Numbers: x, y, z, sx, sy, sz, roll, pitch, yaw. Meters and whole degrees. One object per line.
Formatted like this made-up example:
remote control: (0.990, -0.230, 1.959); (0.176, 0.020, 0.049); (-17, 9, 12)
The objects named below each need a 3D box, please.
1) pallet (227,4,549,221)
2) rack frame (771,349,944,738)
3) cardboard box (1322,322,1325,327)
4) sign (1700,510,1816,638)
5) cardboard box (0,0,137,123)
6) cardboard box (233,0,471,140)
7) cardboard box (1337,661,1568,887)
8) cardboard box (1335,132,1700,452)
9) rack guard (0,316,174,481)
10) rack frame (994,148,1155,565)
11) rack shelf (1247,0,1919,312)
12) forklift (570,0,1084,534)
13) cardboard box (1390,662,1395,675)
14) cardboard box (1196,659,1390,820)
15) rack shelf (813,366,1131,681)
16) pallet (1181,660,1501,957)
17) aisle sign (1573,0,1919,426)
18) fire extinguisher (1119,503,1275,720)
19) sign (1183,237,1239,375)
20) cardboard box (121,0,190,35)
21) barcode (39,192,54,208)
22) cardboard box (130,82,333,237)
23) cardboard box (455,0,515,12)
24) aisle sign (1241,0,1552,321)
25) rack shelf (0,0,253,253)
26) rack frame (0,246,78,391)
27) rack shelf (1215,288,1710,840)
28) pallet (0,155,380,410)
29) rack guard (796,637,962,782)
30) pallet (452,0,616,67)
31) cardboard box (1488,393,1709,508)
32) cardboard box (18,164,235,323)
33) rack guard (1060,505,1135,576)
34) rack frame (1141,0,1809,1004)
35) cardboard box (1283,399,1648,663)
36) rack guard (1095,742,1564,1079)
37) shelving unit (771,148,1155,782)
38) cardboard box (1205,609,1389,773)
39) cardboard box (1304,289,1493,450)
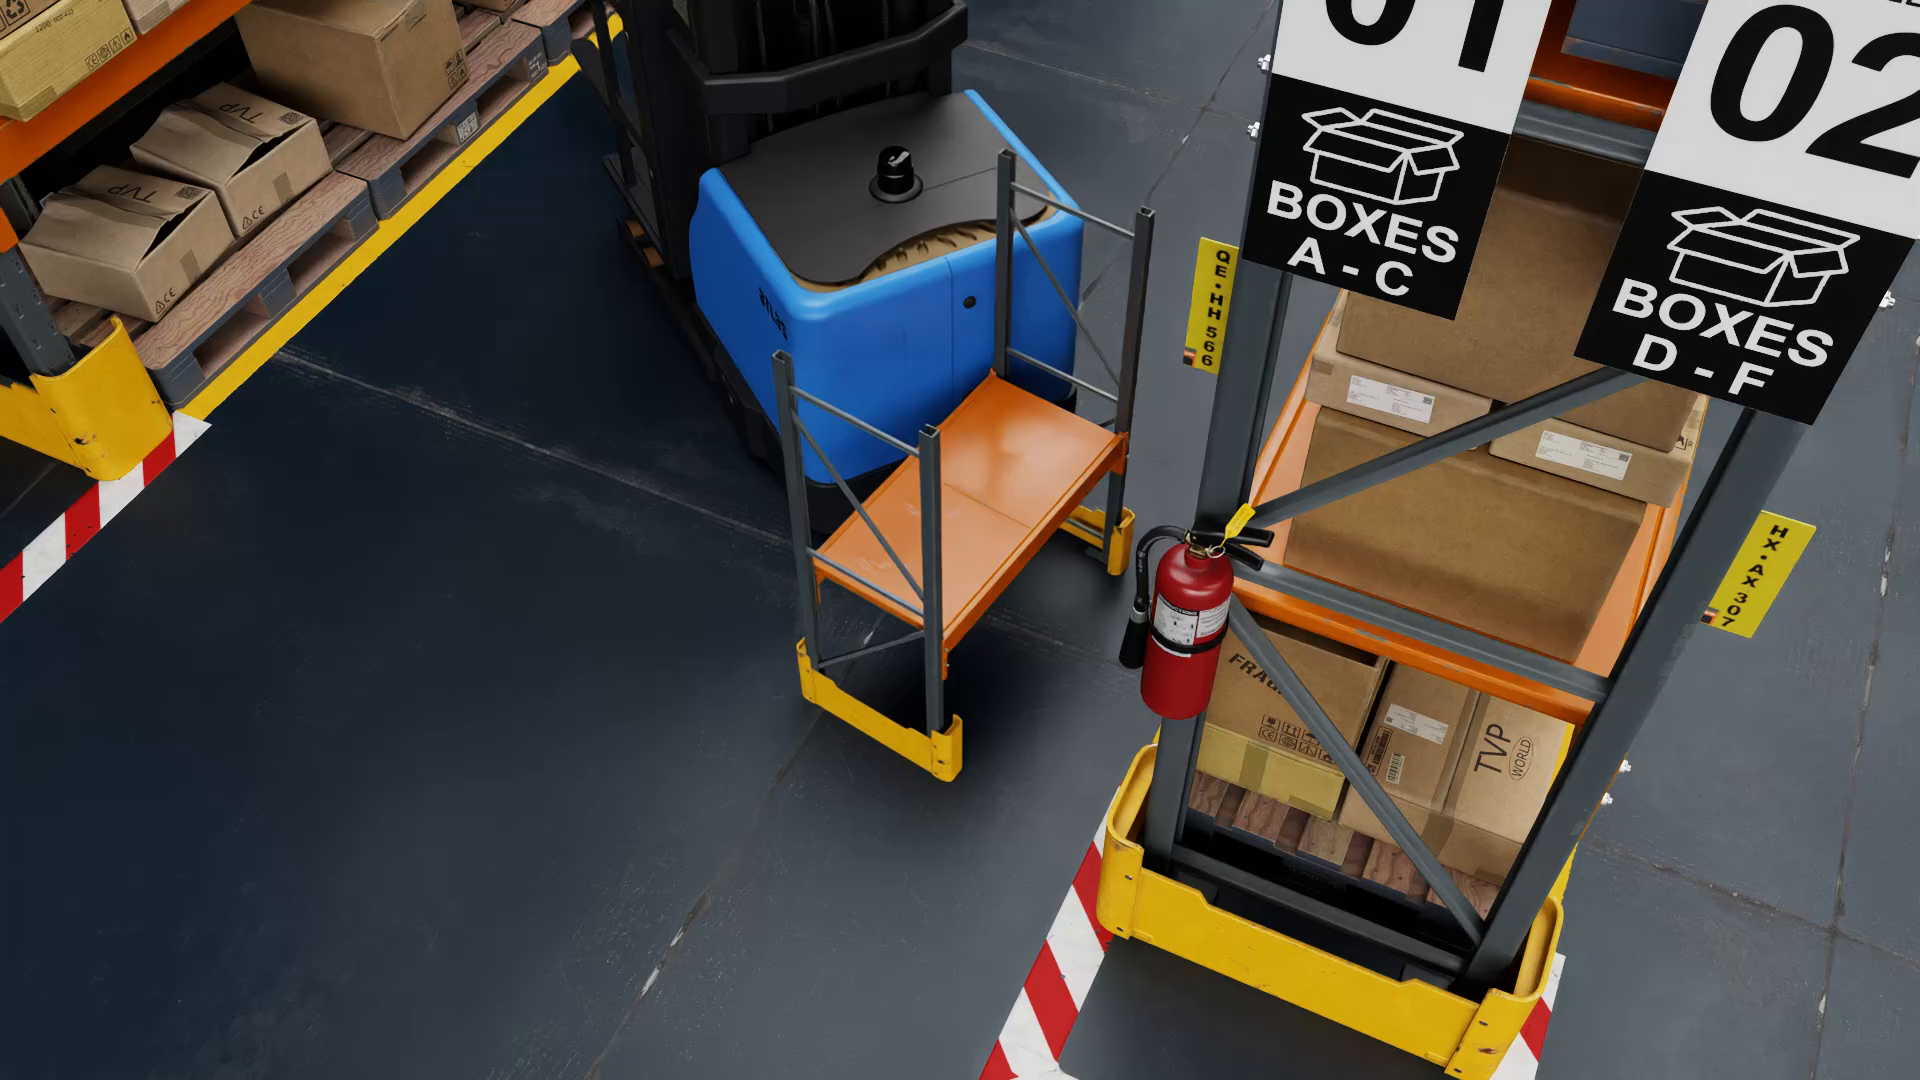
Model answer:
pallet: (-2.563, -1.954, 7.274); (1.003, 0.211, 1.213); (20, 52, 16)
rack frame: (-0.261, 0.123, 4.660); (0.500, 1.500, 0.032); (28, 55, 22)
cardboard box: (1.358, -0.459, 5.208); (0.500, 0.500, 0.500); (20, 52, 16)
sign: (1.483, 0.067, 3.103); (0.100, 0.325, 0.005); (20, 52, 16)
cardboard box: (-3.001, -1.611, 5.237); (0.500, 0.250, 0.500); (18, 52, 15)
cardboard box: (-2.518, -2.082, 6.904); (0.700, 0.500, 0.500); (17, 52, 14)
cardboard box: (1.414, 0.647, 4.760); (0.500, 0.250, 0.500); (20, 52, 16)
cardboard box: (1.217, -0.618, 3.389); (0.700, 0.500, 0.500); (20, 52, 16)
rack guard: (-3.464, -0.663, 5.986); (1.175, 0.500, 0.348); (20, 52, 16)
rack frame: (0.321, -0.512, 5.201); (0.500, 1.500, 0.032); (28, 55, 22)
rack shelf: (1.838, -1.927, 3.923); (1.077, 0.370, 4.000); (20, 52, 16)
forklift: (-0.719, -2.101, 5.613); (1.130, 2.935, 3.031); (-22, 53, -17)
cardboard box: (1.624, 0.301, 5.054); (0.500, 0.250, 0.500); (20, 52, 16)
cardboard box: (0.946, 0.478, 4.903); (0.500, 0.250, 0.500); (20, 52, 16)
rack shelf: (0.030, -0.078, 5.067); (0.538, 0.185, 1.000); (28, 55, 22)
pallet: (1.272, 0.552, 5.141); (1.003, 0.211, 1.213); (20, 52, 16)
aisle sign: (1.232, -0.509, 2.506); (0.394, 0.787, 0.004); (20, 52, 16)
fire extinguisher: (0.513, 0.144, 3.709); (0.296, 0.674, 0.183); (20, 52, 16)
sign: (0.499, -0.449, 3.247); (0.100, 0.325, 0.005); (20, 52, 16)
cardboard box: (-2.792, -1.973, 5.545); (0.500, 0.250, 0.500); (18, 52, 15)
barcode: (-3.474, -1.284, 6.344); (0.001, 0.075, 0.075); (20, 52, 16)
cardboard box: (-2.876, -1.531, 6.560); (0.500, 0.311, 0.500); (24, 54, 19)
cardboard box: (-2.195, -2.780, 7.498); (0.500, 0.500, 0.500); (16, 52, 13)
aisle sign: (0.690, -0.704, 2.673); (0.394, 0.787, 0.004); (20, 52, 16)
rack shelf: (-2.642, -2.565, 6.435); (1.077, 0.370, 4.000); (20, 52, 16)
rack frame: (-3.497, -1.420, 4.989); (1.000, 3.000, 0.127); (20, 52, 16)
rack shelf: (1.838, -0.955, 5.066); (1.077, 0.370, 4.000); (20, 52, 16)
pallet: (-3.085, -1.117, 6.562); (1.003, 0.211, 1.213); (20, 52, 16)
rack guard: (-0.250, 0.516, 5.147); (0.587, 0.250, 0.087); (28, 55, 22)
pallet: (-2.043, -2.797, 7.992); (1.003, 0.211, 1.213); (20, 52, 16)
cardboard box: (1.346, -0.254, 3.505); (0.380, 0.149, 0.250); (19, 52, 16)
cardboard box: (-3.120, -1.139, 6.226); (0.500, 0.311, 0.500); (14, 51, 12)
rack guard: (0.321, -0.106, 5.676); (0.587, 0.250, 0.087); (28, 55, 22)
rack frame: (0.984, 0.189, 3.620); (1.000, 3.000, 0.127); (20, 52, 16)
cardboard box: (1.195, -0.161, 3.852); (0.700, 0.500, 0.500); (20, 52, 16)
rack guard: (0.973, 1.015, 4.558); (1.175, 0.500, 0.348); (20, 52, 16)
shelving unit: (0.035, -0.200, 4.935); (0.587, 1.500, 1.083); (28, 55, 22)
cardboard box: (0.944, 0.235, 4.618); (0.500, 0.500, 0.500); (20, 52, 16)
cardboard box: (0.975, -0.379, 3.611); (0.380, 0.149, 0.250); (19, 52, 15)
